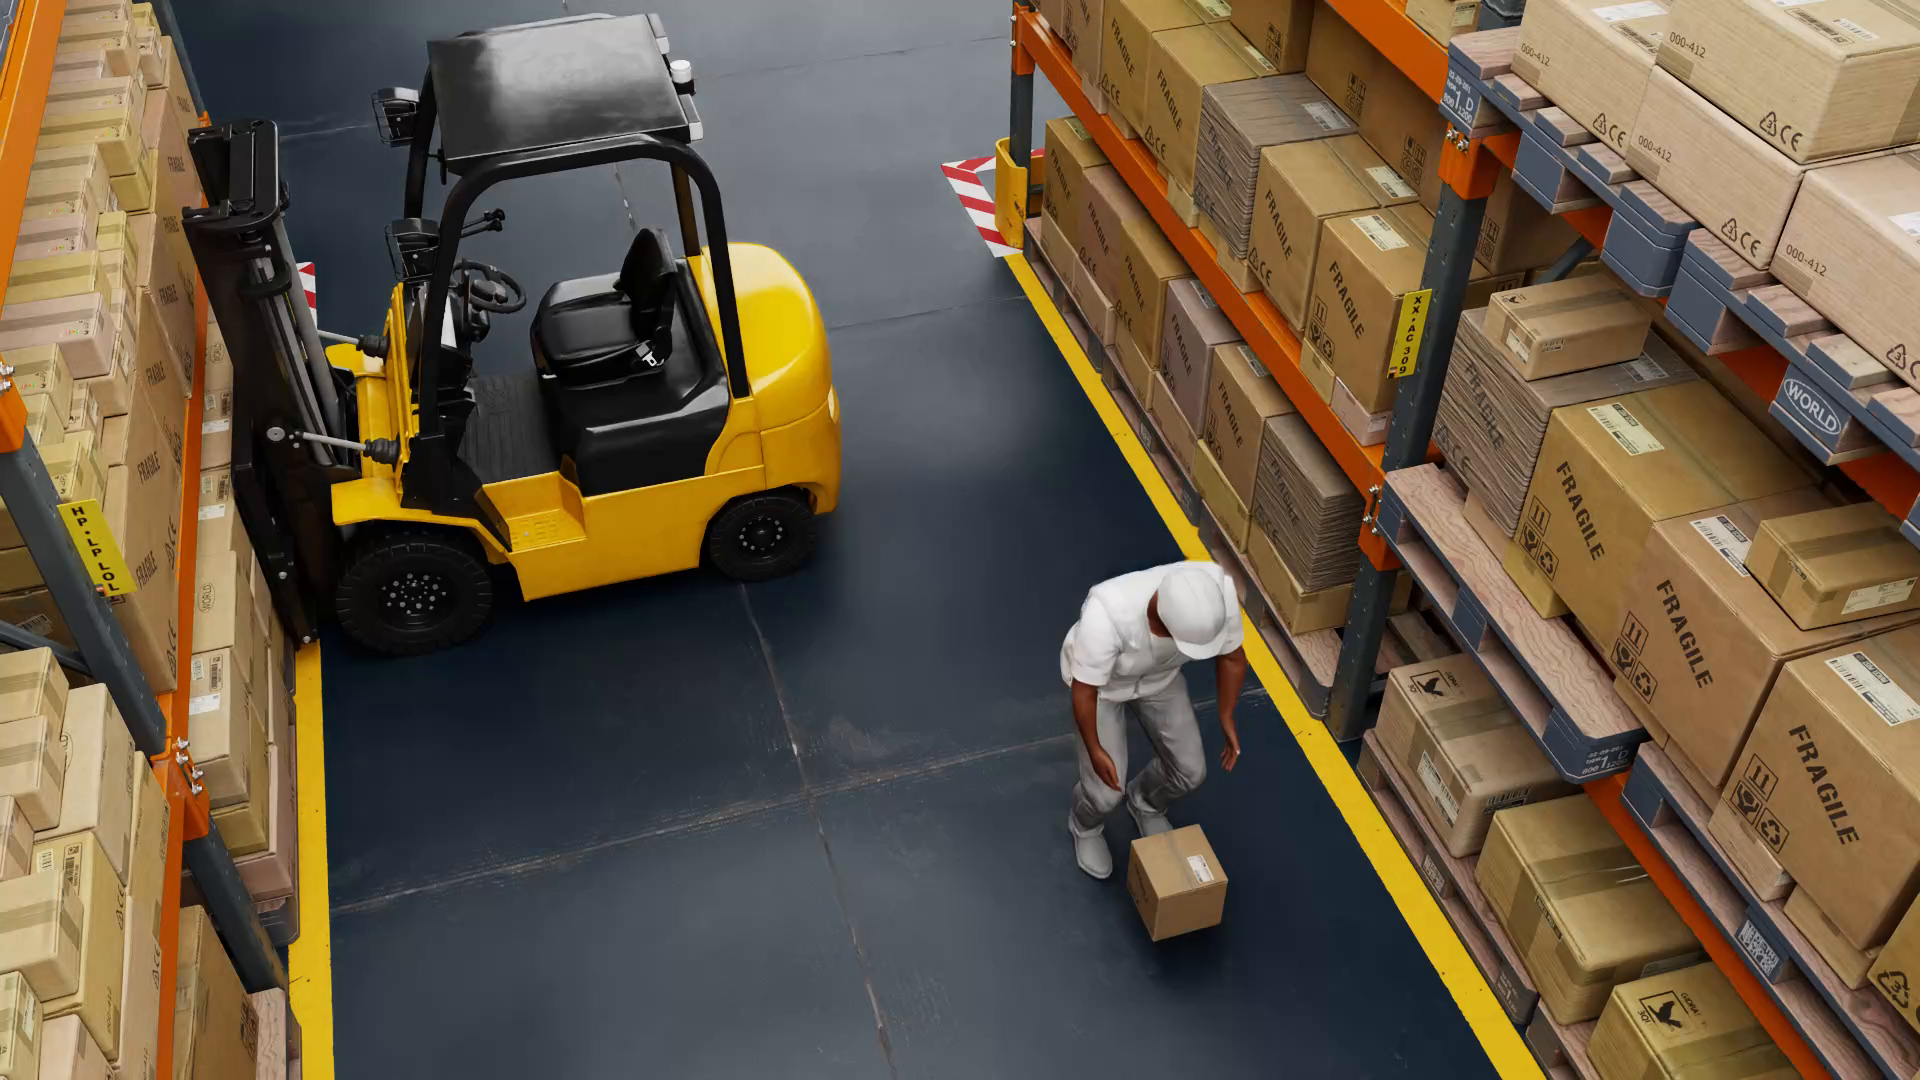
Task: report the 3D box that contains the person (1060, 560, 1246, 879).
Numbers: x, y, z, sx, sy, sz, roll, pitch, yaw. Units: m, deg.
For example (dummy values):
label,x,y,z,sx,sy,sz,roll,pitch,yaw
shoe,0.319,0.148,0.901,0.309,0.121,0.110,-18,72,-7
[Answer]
label,x,y,z,sx,sy,sz,roll,pitch,yaw
person,0.648,0.552,5.697,0.625,1.543,0.666,-12,43,-13
